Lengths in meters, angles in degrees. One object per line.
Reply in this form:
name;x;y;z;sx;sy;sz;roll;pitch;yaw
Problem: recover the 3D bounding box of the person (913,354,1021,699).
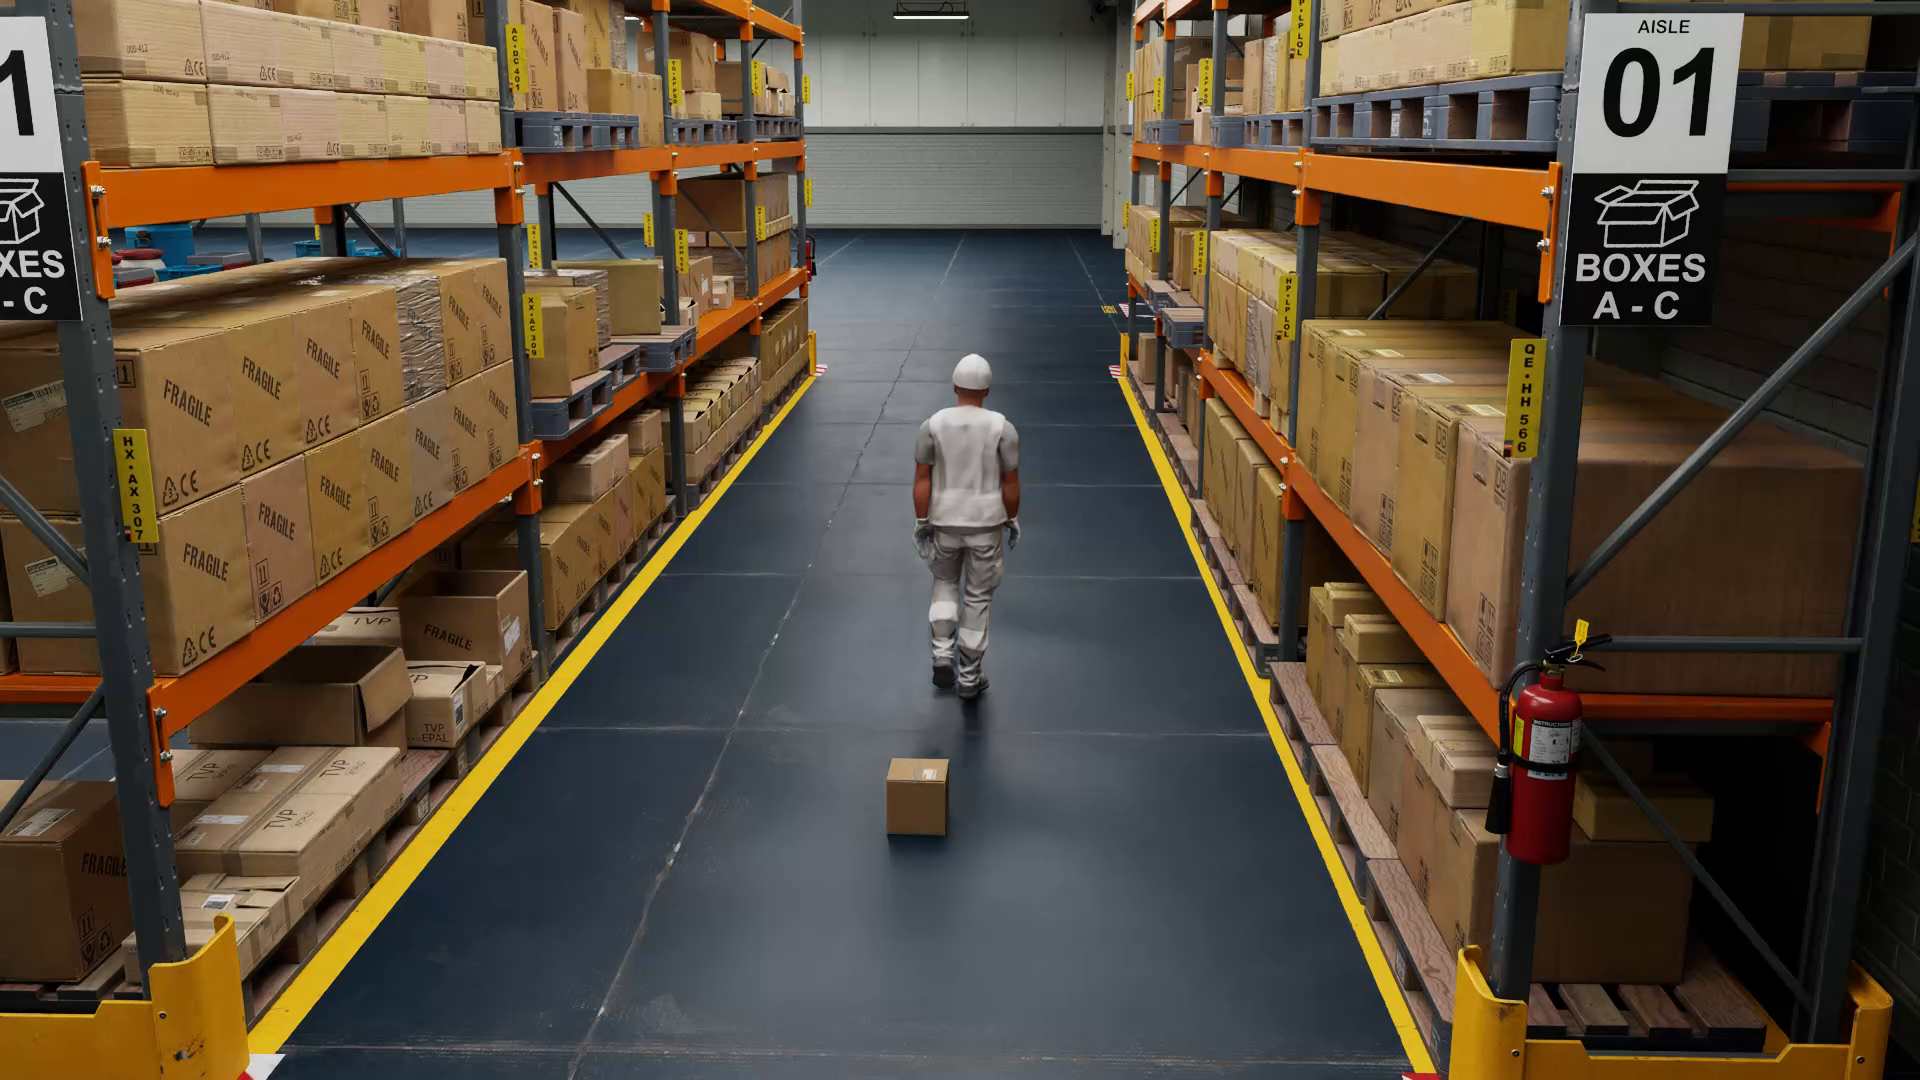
person;0.047;-0.069;8.664;0.539;1.812;0.449;3;14;11
